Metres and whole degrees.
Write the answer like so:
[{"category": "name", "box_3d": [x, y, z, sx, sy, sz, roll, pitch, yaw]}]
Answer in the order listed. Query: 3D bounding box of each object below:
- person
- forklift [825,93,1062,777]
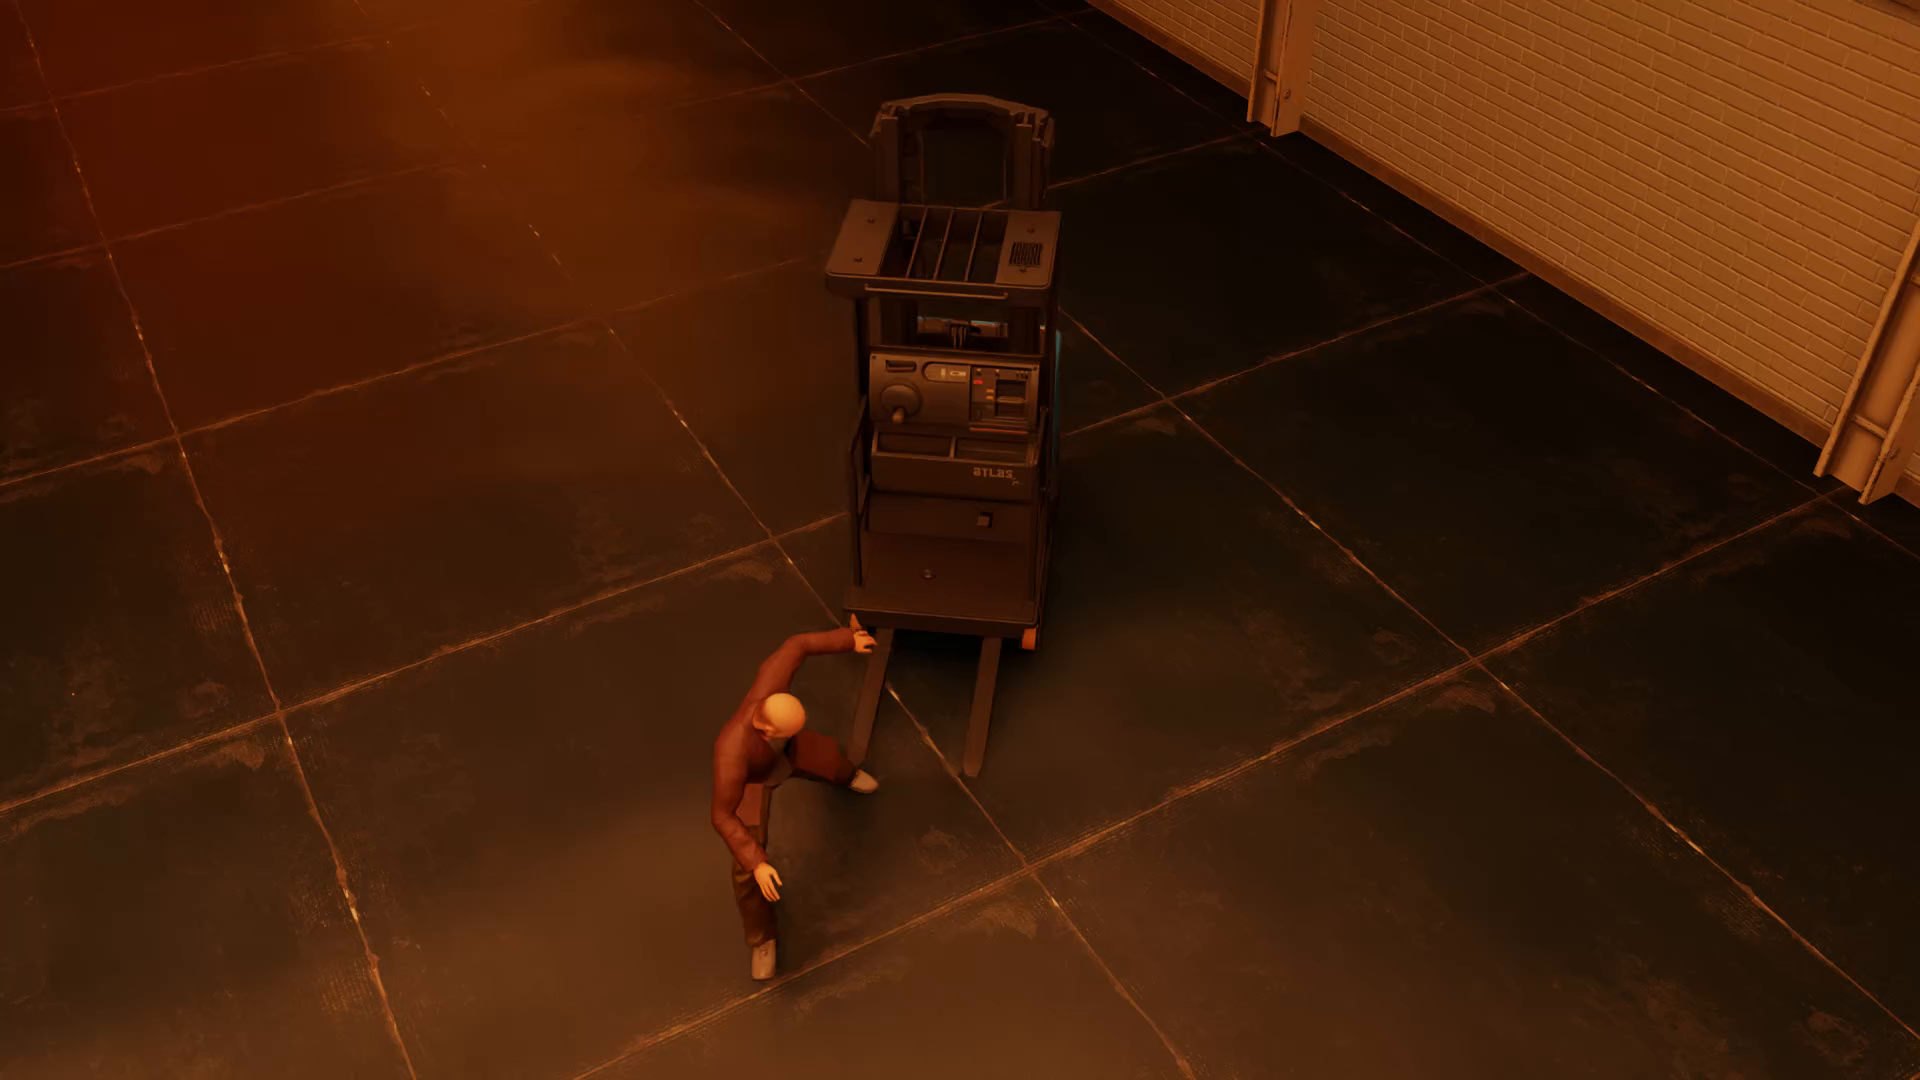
[{"category": "person", "box_3d": [-0.793, 1.112, 7.870, 0.807, 1.467, 1.293, 29, 47, 30]}, {"category": "forklift", "box_3d": [-0.058, -0.731, 8.917, 1.130, 2.935, 3.031, 5, 40, 5]}]
